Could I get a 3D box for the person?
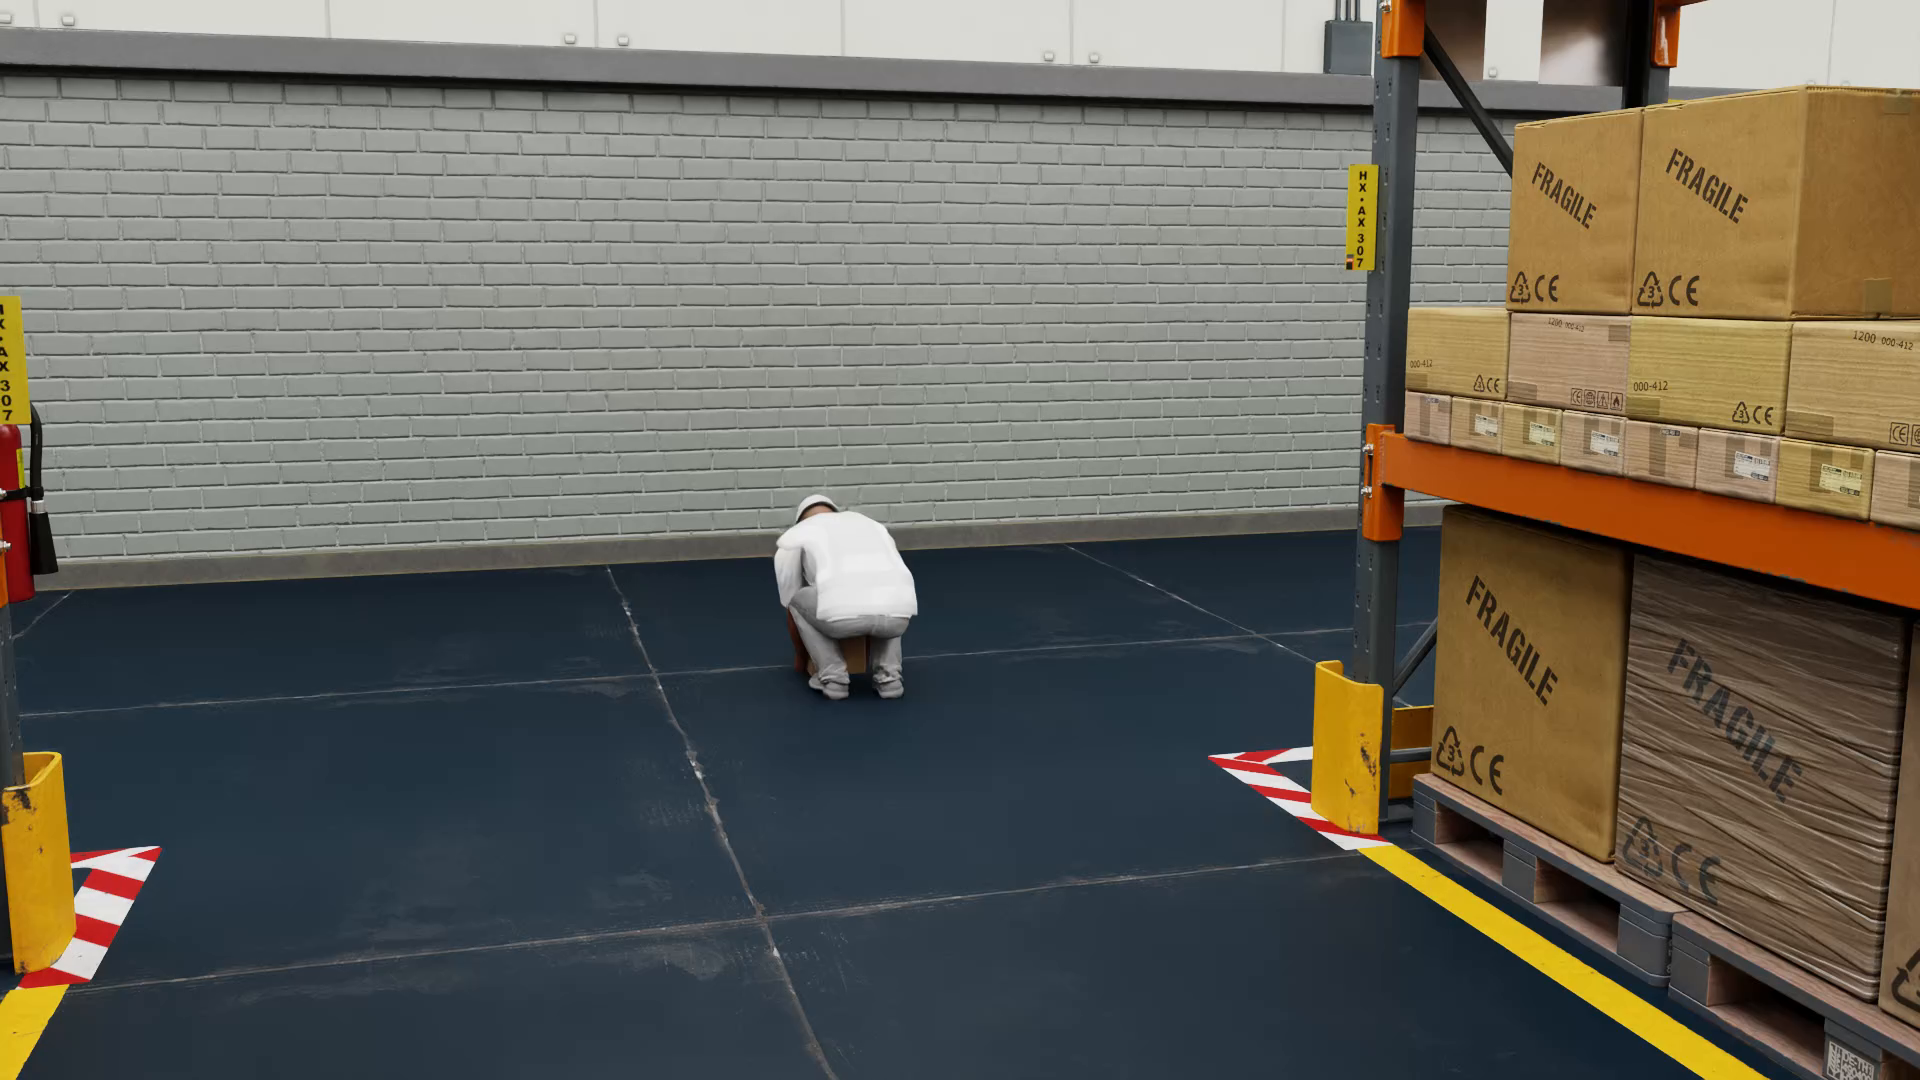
[{"bbox_3d":[-0.519,0.284,7.303,0.550,0.888,0.923,-3,10,-16],"label":"person"}]
